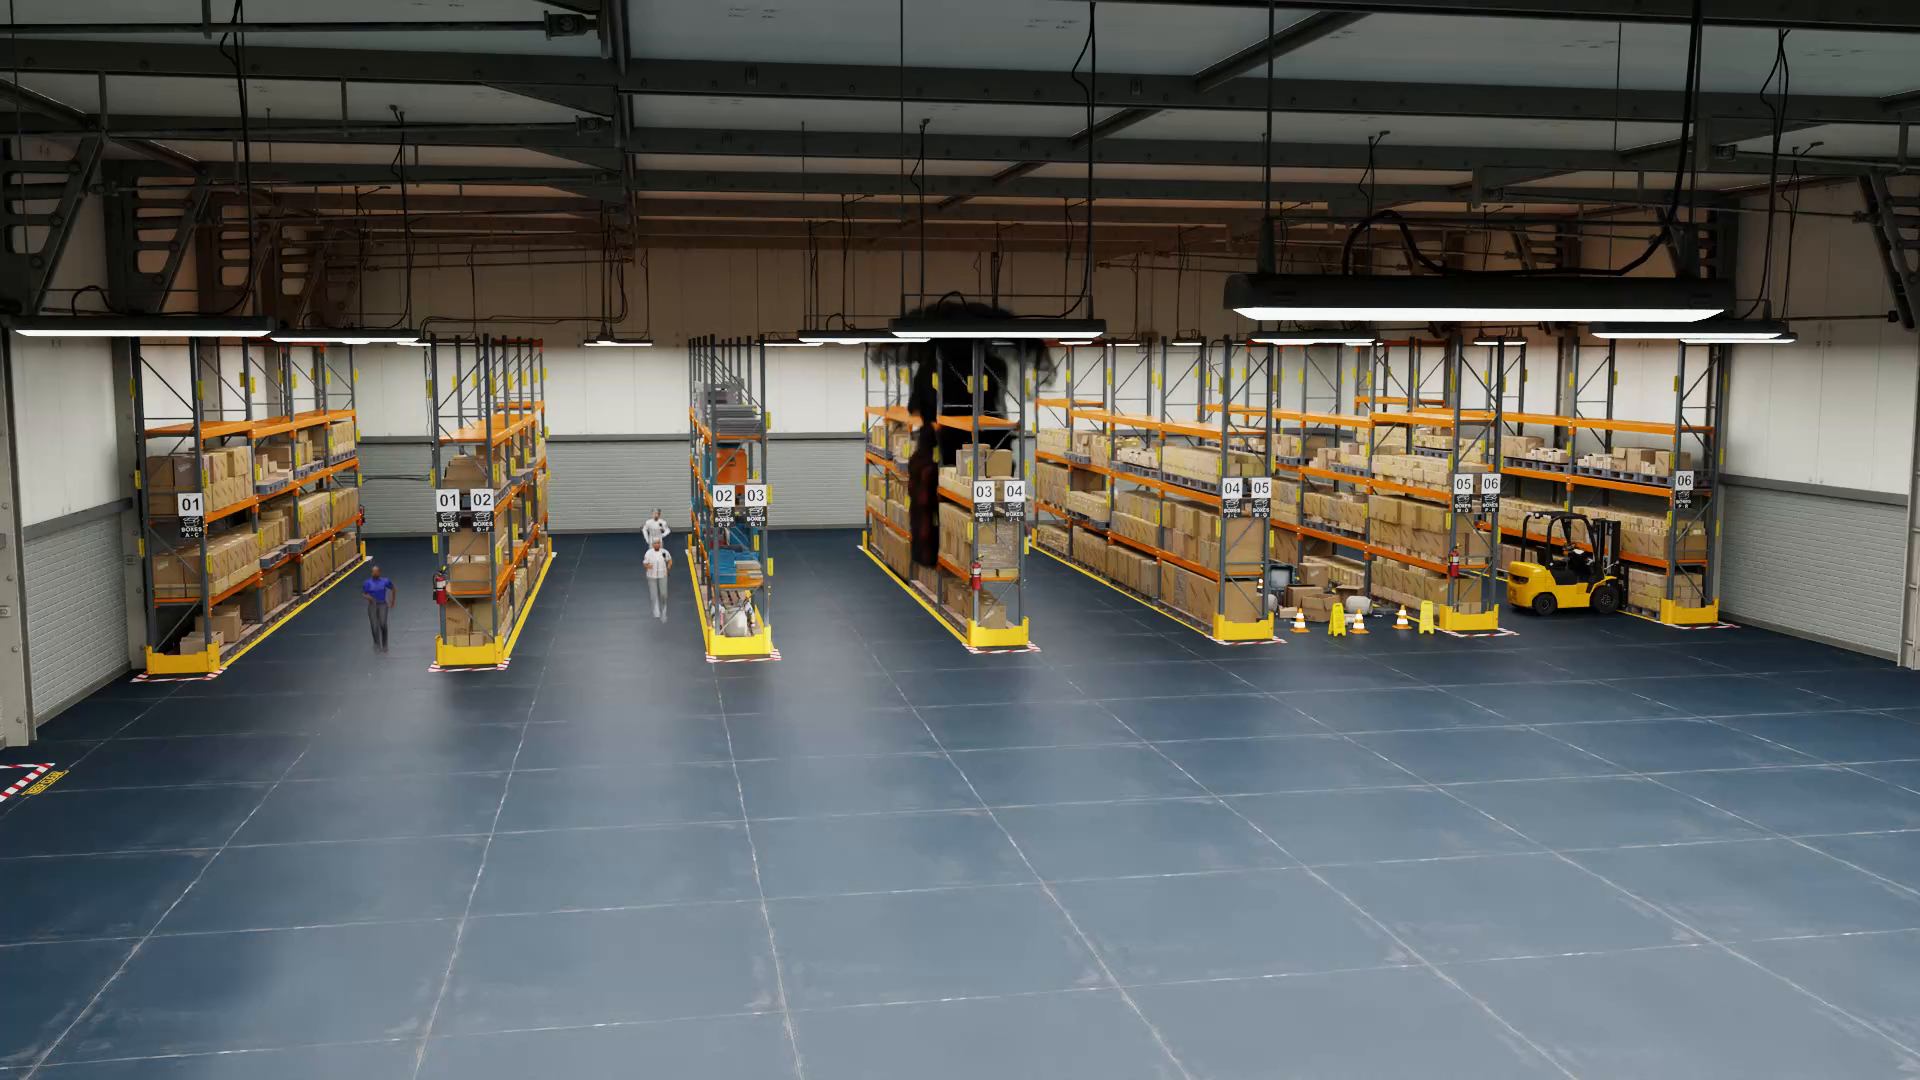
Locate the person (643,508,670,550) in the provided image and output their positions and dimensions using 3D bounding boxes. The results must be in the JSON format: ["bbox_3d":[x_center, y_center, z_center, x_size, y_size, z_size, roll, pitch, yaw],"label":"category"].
[{"bbox_3d":[-7.335,0.057,40.117,0.654,1.661,0.484,-1,7,-5],"label":"person"}]

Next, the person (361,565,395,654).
[{"bbox_3d":[-10.986,1.328,31.430,0.589,1.717,0.723,-2,7,-16],"label":"person"}]

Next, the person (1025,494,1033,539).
[{"bbox_3d":[1.810,-0.802,49.590,0.975,1.664,0.600,-3,7,-28],"label":"person"}]

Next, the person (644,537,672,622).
[{"bbox_3d":[-6.087,0.806,33.551,0.571,1.732,0.660,-1,7,-11],"label":"person"}]
